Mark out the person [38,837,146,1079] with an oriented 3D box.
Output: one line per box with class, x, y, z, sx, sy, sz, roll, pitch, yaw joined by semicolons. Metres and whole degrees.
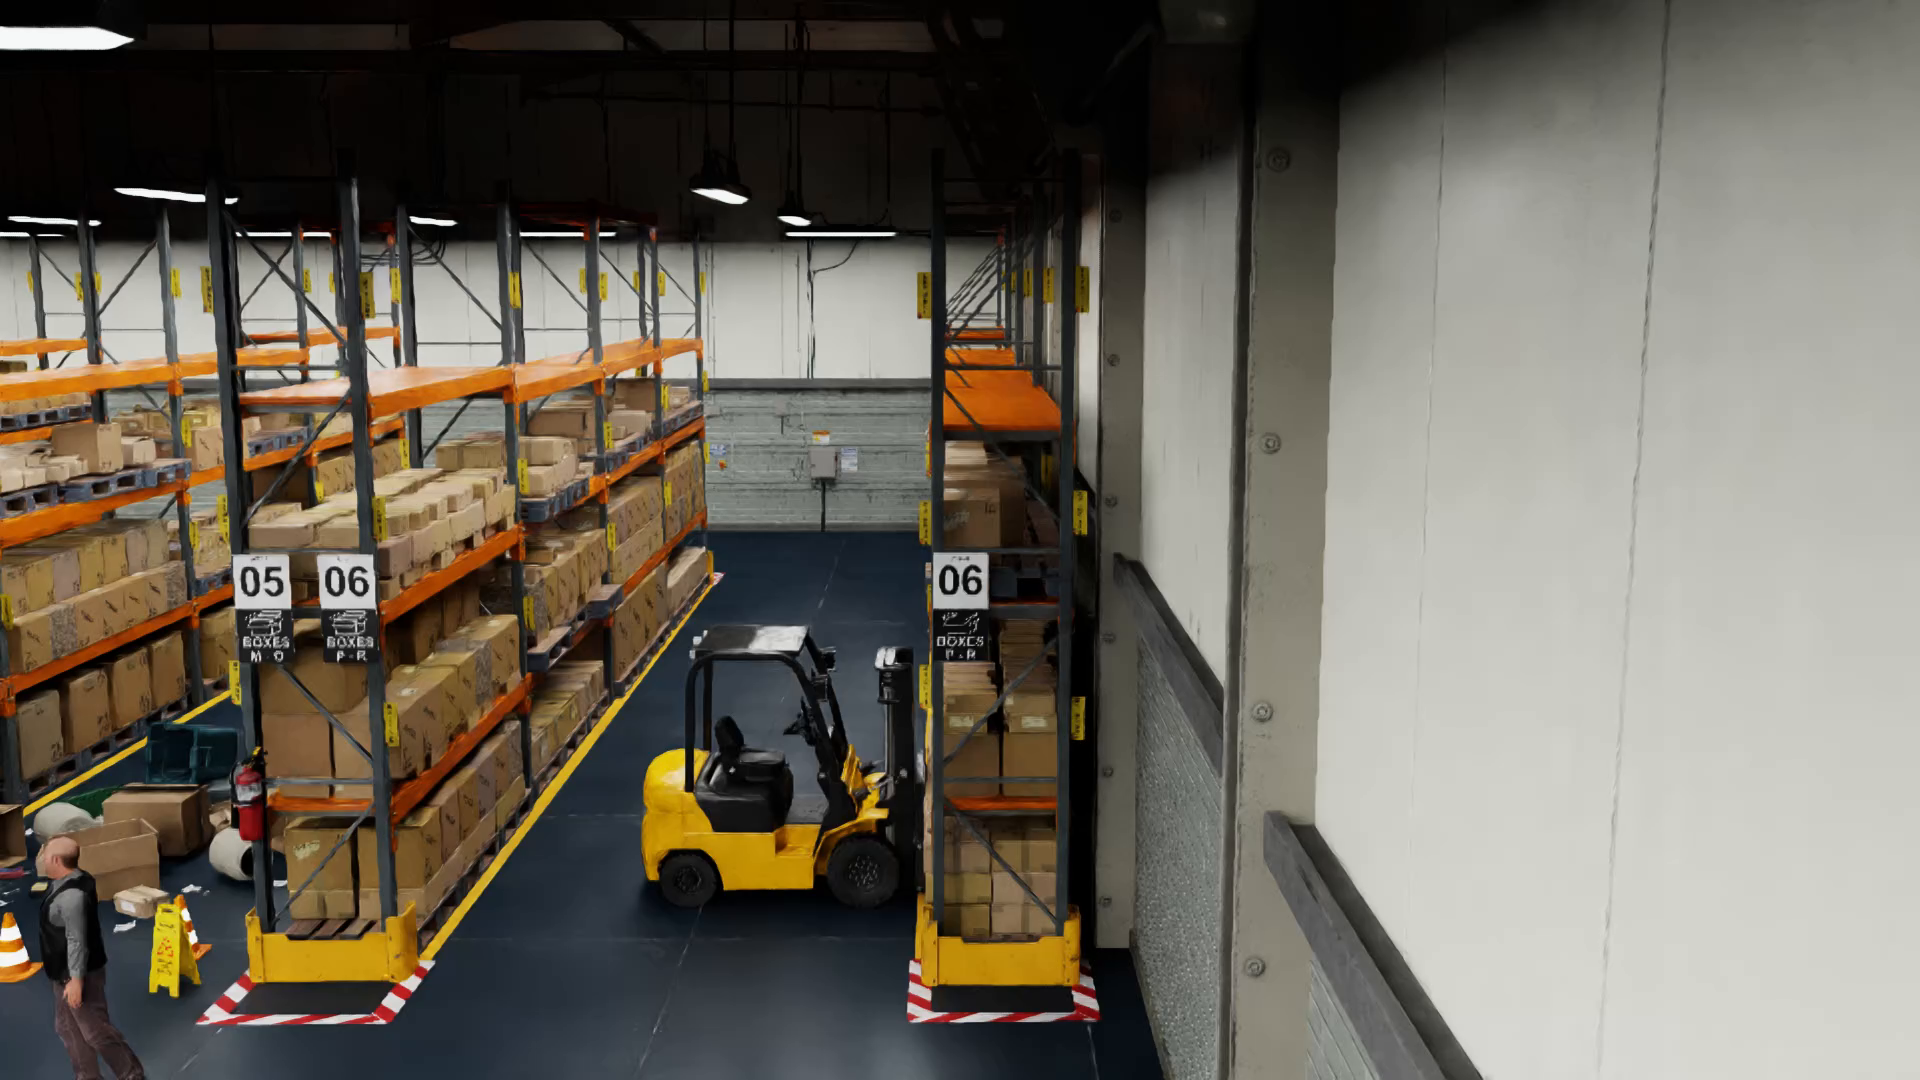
person;-5.459;2.690;10.417;0.536;1.706;0.627;-5;10;-28
